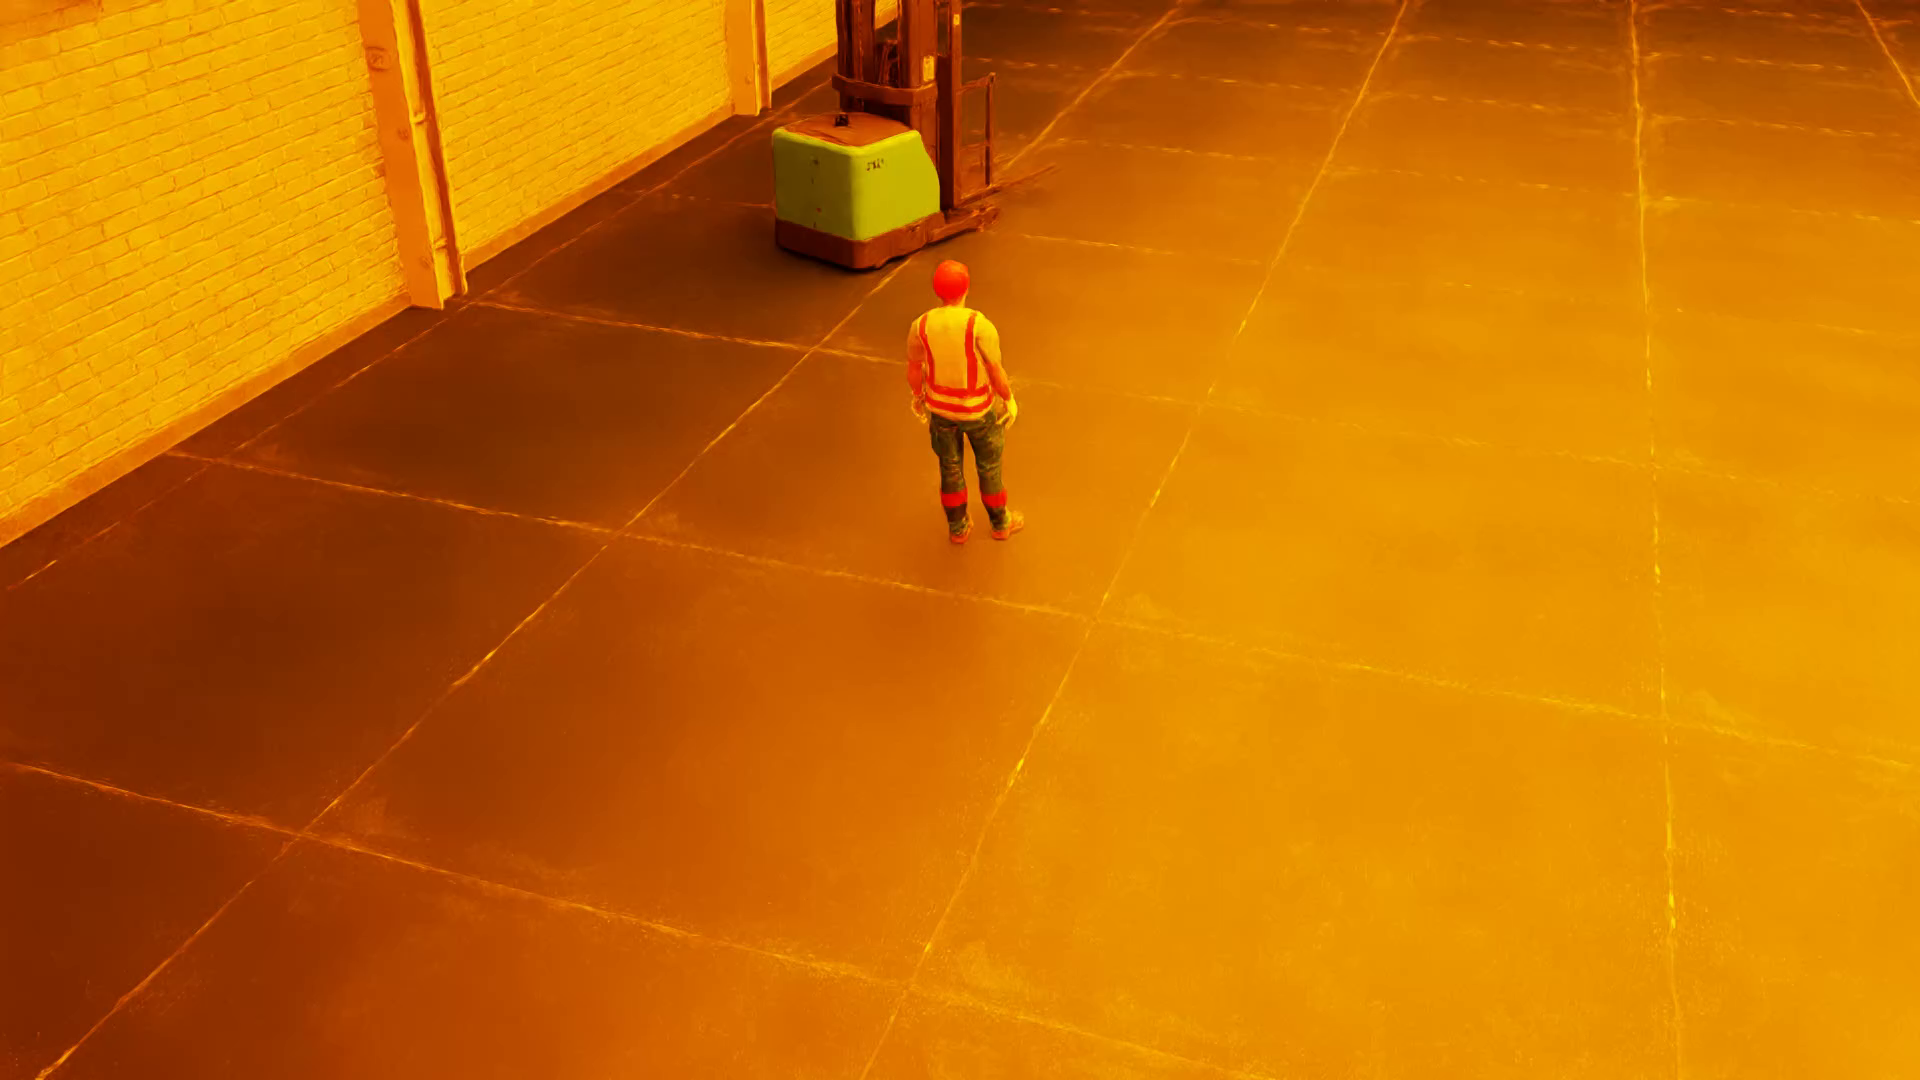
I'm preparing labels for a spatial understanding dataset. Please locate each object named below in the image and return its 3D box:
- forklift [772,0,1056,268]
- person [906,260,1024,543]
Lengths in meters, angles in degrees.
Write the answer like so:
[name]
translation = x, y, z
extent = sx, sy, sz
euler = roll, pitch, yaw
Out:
[forklift]
translation = -0.288, -4.217, 14.534
extent = 1.130, 2.935, 3.031
euler = 22, 36, 33
[person]
translation = 0.036, -0.819, 9.712
extent = 0.637, 1.787, 0.563
euler = 10, 31, 16
